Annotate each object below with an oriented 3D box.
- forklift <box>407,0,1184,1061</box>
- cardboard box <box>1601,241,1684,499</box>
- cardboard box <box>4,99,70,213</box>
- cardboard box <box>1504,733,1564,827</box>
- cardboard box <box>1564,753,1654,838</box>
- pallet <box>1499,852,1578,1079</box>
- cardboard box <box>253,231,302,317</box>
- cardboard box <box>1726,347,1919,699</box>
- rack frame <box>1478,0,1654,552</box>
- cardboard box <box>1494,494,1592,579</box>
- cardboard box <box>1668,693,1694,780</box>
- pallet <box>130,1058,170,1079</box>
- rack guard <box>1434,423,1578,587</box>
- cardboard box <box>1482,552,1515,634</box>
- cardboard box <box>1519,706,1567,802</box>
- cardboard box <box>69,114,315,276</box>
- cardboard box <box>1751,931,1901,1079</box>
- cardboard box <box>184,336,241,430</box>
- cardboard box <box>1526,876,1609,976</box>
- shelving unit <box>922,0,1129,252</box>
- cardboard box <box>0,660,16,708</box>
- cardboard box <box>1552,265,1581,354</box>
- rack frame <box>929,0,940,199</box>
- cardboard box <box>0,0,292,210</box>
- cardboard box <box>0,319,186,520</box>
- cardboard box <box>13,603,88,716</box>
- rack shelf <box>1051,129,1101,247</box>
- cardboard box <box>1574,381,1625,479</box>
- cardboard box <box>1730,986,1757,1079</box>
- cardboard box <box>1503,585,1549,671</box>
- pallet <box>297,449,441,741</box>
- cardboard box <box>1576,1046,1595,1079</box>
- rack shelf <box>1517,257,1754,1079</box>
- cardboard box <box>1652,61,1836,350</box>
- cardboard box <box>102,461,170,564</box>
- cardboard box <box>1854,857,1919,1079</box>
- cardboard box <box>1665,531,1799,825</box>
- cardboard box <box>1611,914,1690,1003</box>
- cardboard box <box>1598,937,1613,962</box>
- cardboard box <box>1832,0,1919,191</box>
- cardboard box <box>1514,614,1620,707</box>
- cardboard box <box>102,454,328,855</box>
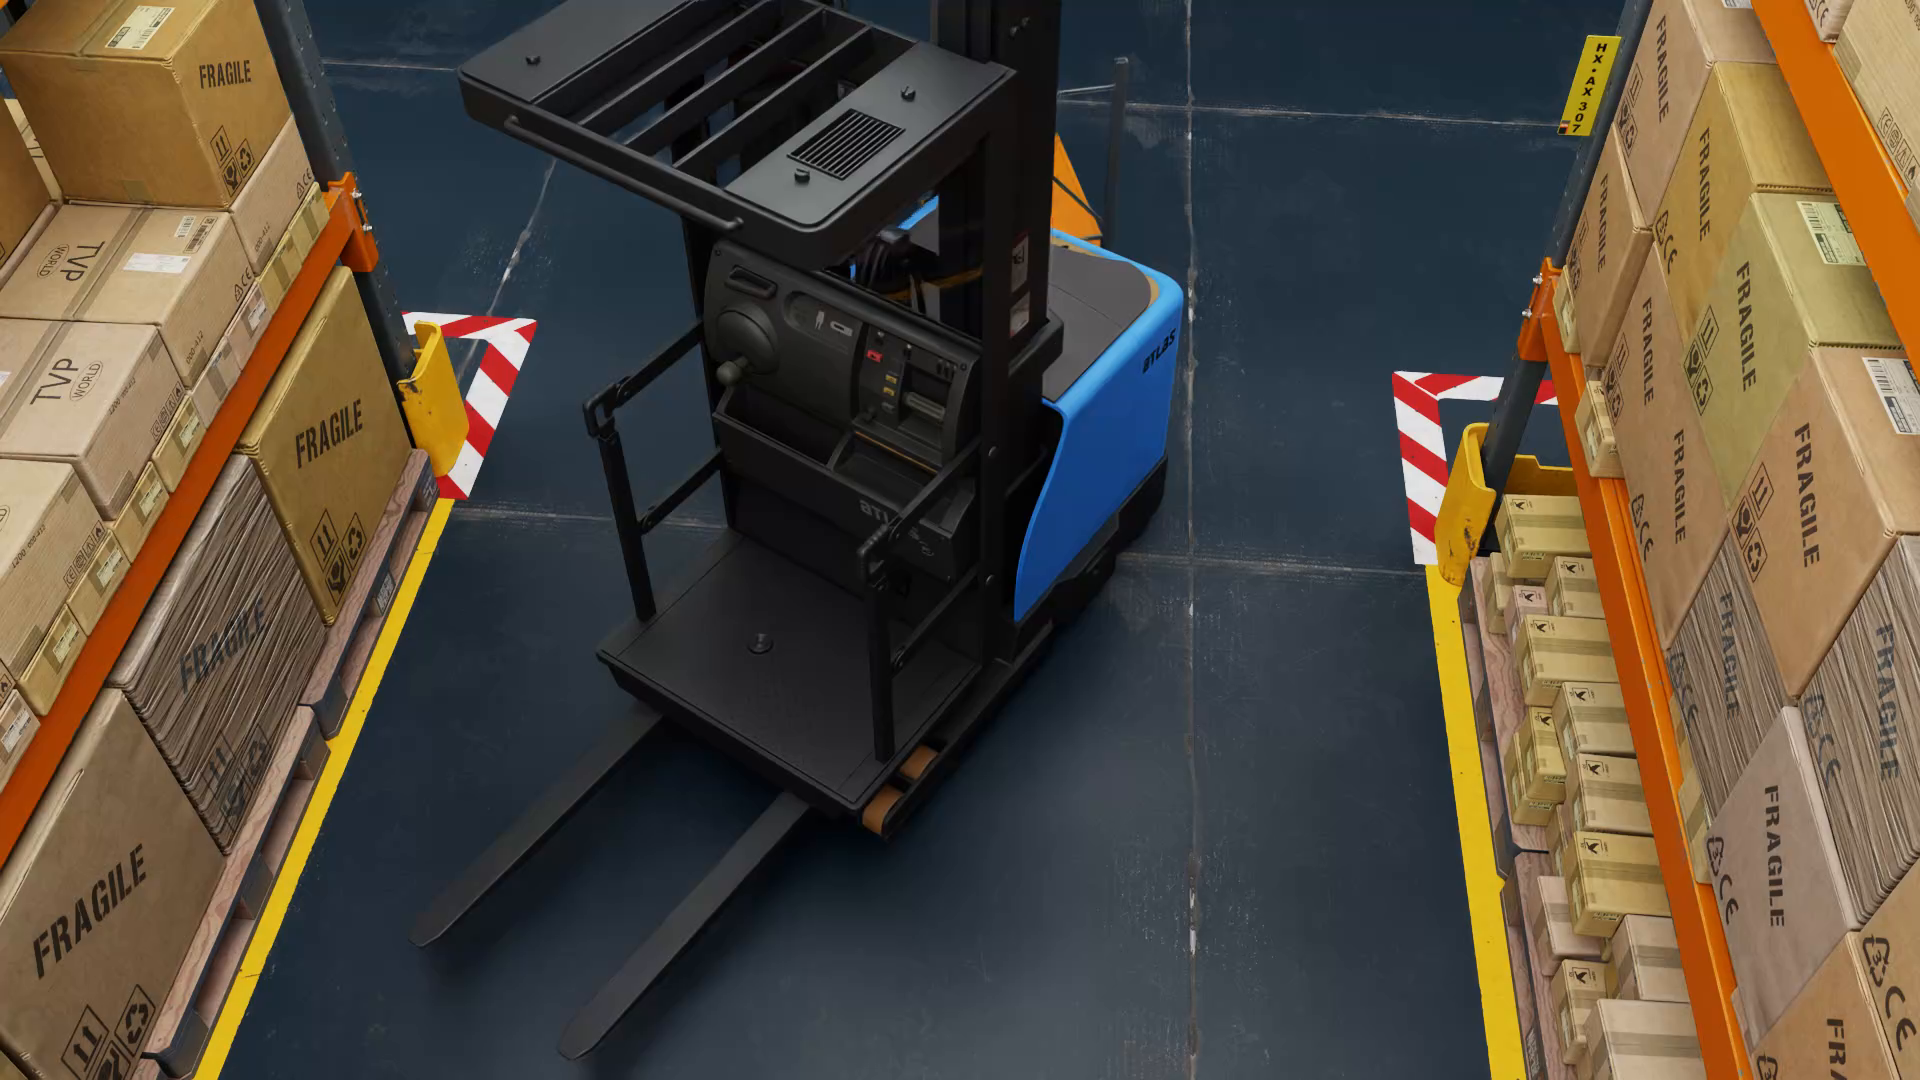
[{"bbox_3d":[-0.485,-0.445,4.671,1.130,2.935,3.031,27,53,23],"label":"forklift"},{"bbox_3d":[2.032,-0.417,4.329,0.500,0.500,0.500,4,48,4],"label":"cardboard box"},{"bbox_3d":[-2.871,-1.112,5.135,0.500,0.250,0.500,3,48,2],"label":"cardboard box"},{"bbox_3d":[1.914,0.756,5.173,0.380,0.149,0.250,4,48,4],"label":"cardboard box"},{"bbox_3d":[1.955,0.771,4.756,0.380,0.149,0.250,6,48,5],"label":"cardboard box"},{"bbox_3d":[2.142,1.496,4.738,1.003,0.211,1.213,4,48,4],"label":"pallet"},{"bbox_3d":[-2.285,-0.837,5.153,0.380,0.149,0.250,4,48,4],"label":"cardboard box"},{"bbox_3d":[1.914,-0.022,3.291,0.500,0.500,0.500,3,48,2],"label":"cardboard box"},{"bbox_3d":[2.371,-0.989,5.122,1.000,3.000,0.127,4,48,4],"label":"rack frame"},{"bbox_3d":[1.985,-0.007,5.468,0.380,0.149,0.250,2,48,2],"label":"cardboard box"},{"bbox_3d":[1.924,0.461,3.966,0.380,0.149,0.250,5,48,5],"label":"cardboard box"},{"bbox_3d":[-2.776,1.930,4.342,1.003,0.211,1.213,4,48,4],"label":"pallet"},{"bbox_3d":[2.365,-0.090,5.993,1.175,0.500,0.348,4,48,4],"label":"rack guard"},{"bbox_3d":[2.005,0.195,5.687,0.380,0.149,0.250,5,48,4],"label":"cardboard box"},{"bbox_3d":[1.921,0.663,5.057,0.380,0.149,0.250,5,48,5],"label":"cardboard box"},{"bbox_3d":[-2.338,-1.073,5.099,0.500,0.250,0.500,3,48,3],"label":"cardboard box"},{"bbox_3d":[1.818,1.060,2.978,0.500,0.500,0.500,3,48,2],"label":"cardboard box"},{"bbox_3d":[-2.333,-0.469,4.816,0.380,0.149,0.250,5,48,4],"label":"cardboard box"},{"bbox_3d":[1.877,1.127,4.834,0.380,0.149,0.250,2,48,2],"label":"cardboard box"},{"bbox_3d":[0.228,-1.486,6.593,0.587,1.500,1.083,-9,48,-8],"label":"shelving unit"},{"bbox_3d":[-2.528,0.419,3.734,0.500,0.250,0.500,5,48,4],"label":"cardboard box"},{"bbox_3d":[2.016,-0.688,5.017,0.380,0.149,0.250,4,48,3],"label":"cardboard box"},{"bbox_3d":[0.126,-1.847,6.923,0.500,1.500,0.032,-9,48,-8],"label":"rack frame"},{"bbox_3d":[-2.341,-1.324,4.820,0.500,0.500,0.500,4,48,4],"label":"cardboard box"},{"bbox_3d":[-2.431,-0.326,4.416,0.500,0.250,0.500,2,48,2],"label":"cardboard box"},{"bbox_3d":[-2.424,0.287,4.125,0.380,0.149,0.250,3,48,2],"label":"cardboard box"},{"bbox_3d":[0.230,-1.358,6.720,0.538,0.185,1.000,-9,48,-8],"label":"rack shelf"},{"bbox_3d":[1.956,-0.305,4.666,0.380,0.149,0.250,3,48,2],"label":"cardboard box"},{"bbox_3d":[1.842,1.031,3.445,0.380,0.149,0.250,2,48,2],"label":"cardboard box"},{"bbox_3d":[1.987,0.296,5.392,0.380,0.149,0.250,4,48,3],"label":"cardboard box"},{"bbox_3d":[-2.554,0.137,5.982,1.003,0.211,1.213,4,48,4],"label":"pallet"},{"bbox_3d":[1.888,1.512,4.482,0.380,0.149,0.250,5,48,4],"label":"cardboard box"},{"bbox_3d":[2.189,0.723,4.043,1.077,0.370,4.000,4,48,4],"label":"rack shelf"},{"bbox_3d":[2.027,-0.778,3.981,0.500,0.500,0.500,5,48,5],"label":"cardboard box"},{"bbox_3d":[-2.378,-0.087,4.467,0.380,0.149,0.250,4,48,4],"label":"cardboard box"},{"bbox_3d":[1.822,0.735,2.598,0.500,0.500,0.500,3,48,2],"label":"cardboard box"},{"bbox_3d":[1.934,0.317,3.658,0.500,0.500,0.500,3,48,3],"label":"cardboard box"},{"bbox_3d":[1.958,1.152,4.408,0.380,0.149,0.250,4,48,4],"label":"cardboard box"},{"bbox_3d":[2.008,1.066,4.688,0.380,0.149,0.250,6,48,6],"label":"cardboard box"},{"bbox_3d":[1.990,-0.872,3.084,0.500,0.250,0.500,2,48,2],"label":"cardboard box"},{"bbox_3d":[1.930,0.380,5.114,0.380,0.149,0.250,4,48,3],"label":"cardboard box"},{"bbox_3d":[-2.620,0.323,5.077,0.875,0.875,0.875,4,48,4],"label":"cardboard box"}]
